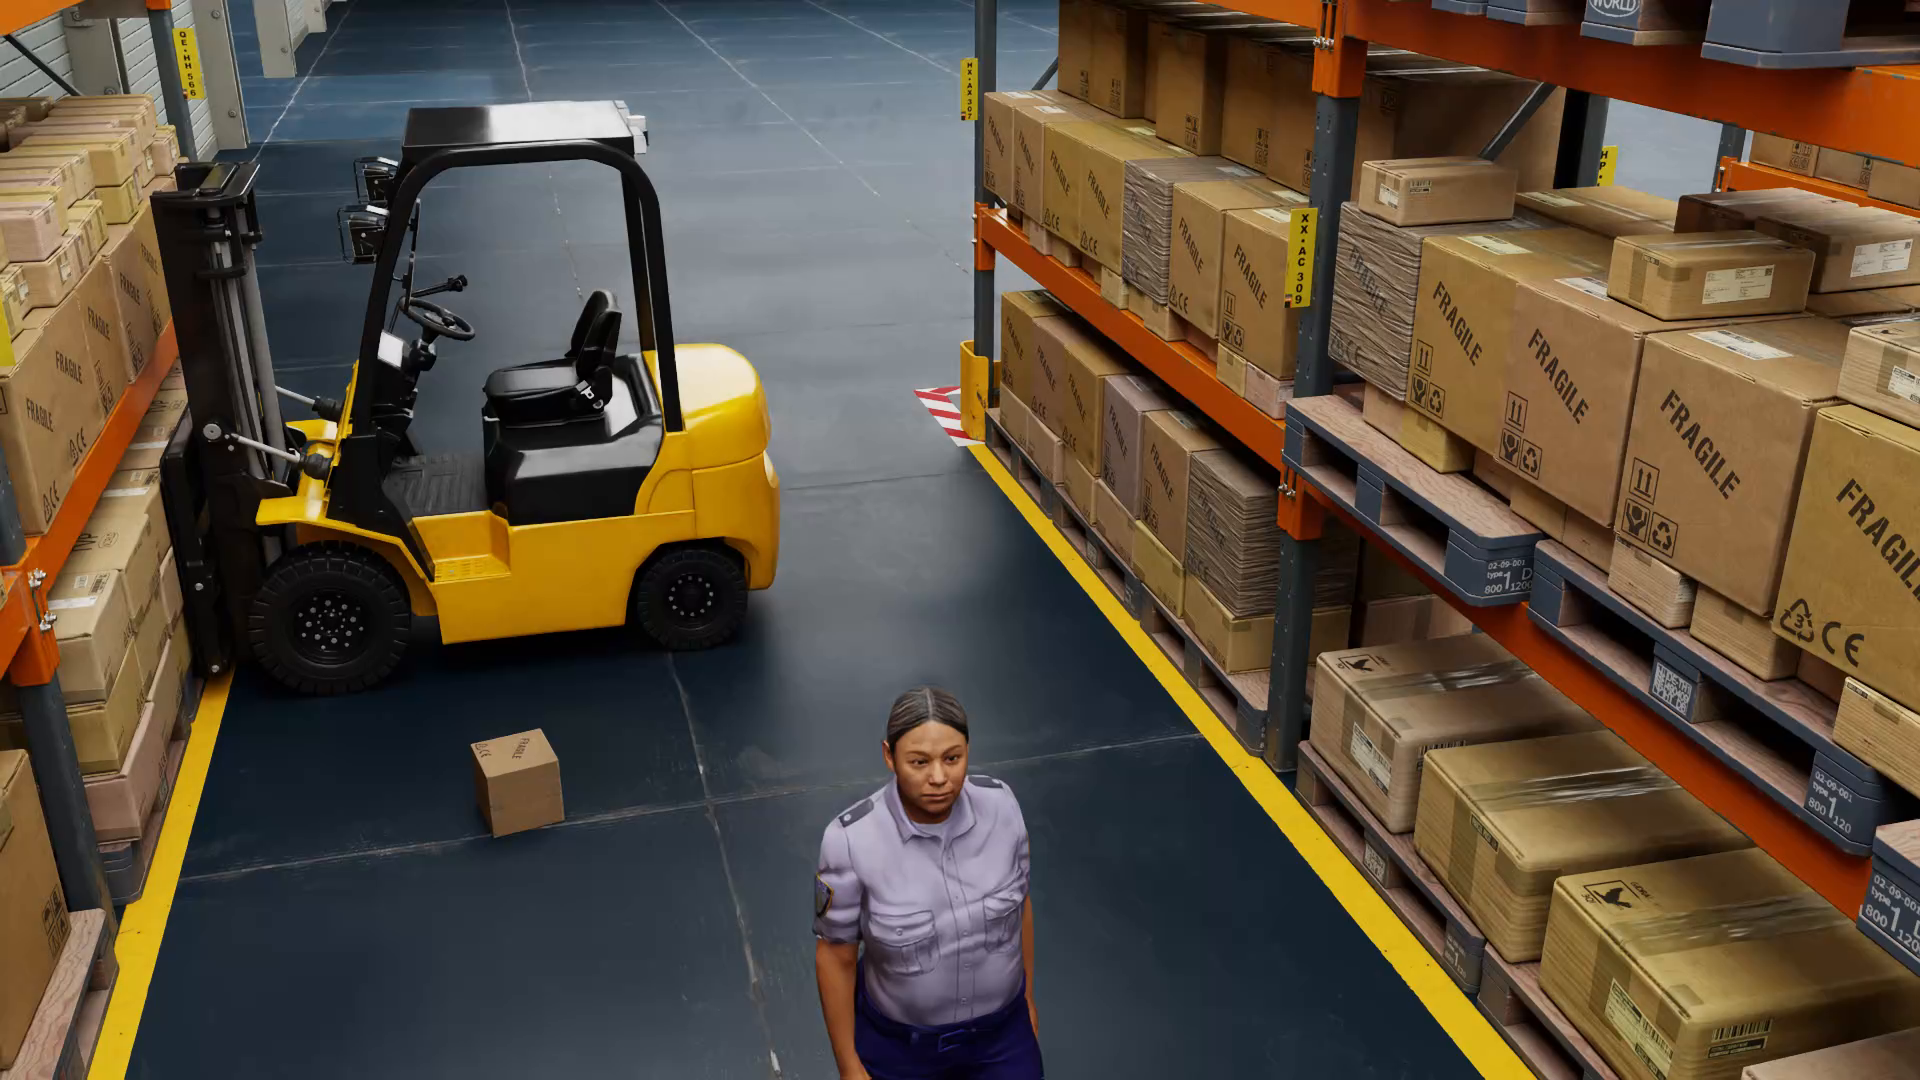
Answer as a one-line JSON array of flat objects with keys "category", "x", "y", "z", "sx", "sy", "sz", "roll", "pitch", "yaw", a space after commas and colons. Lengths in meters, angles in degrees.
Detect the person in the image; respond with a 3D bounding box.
[{"category": "person", "x": -0.036, "y": 1.100, "z": 3.524, "sx": 0.508, "sy": 1.656, "sz": 0.444, "roll": -8, "pitch": 24, "yaw": -18}]
